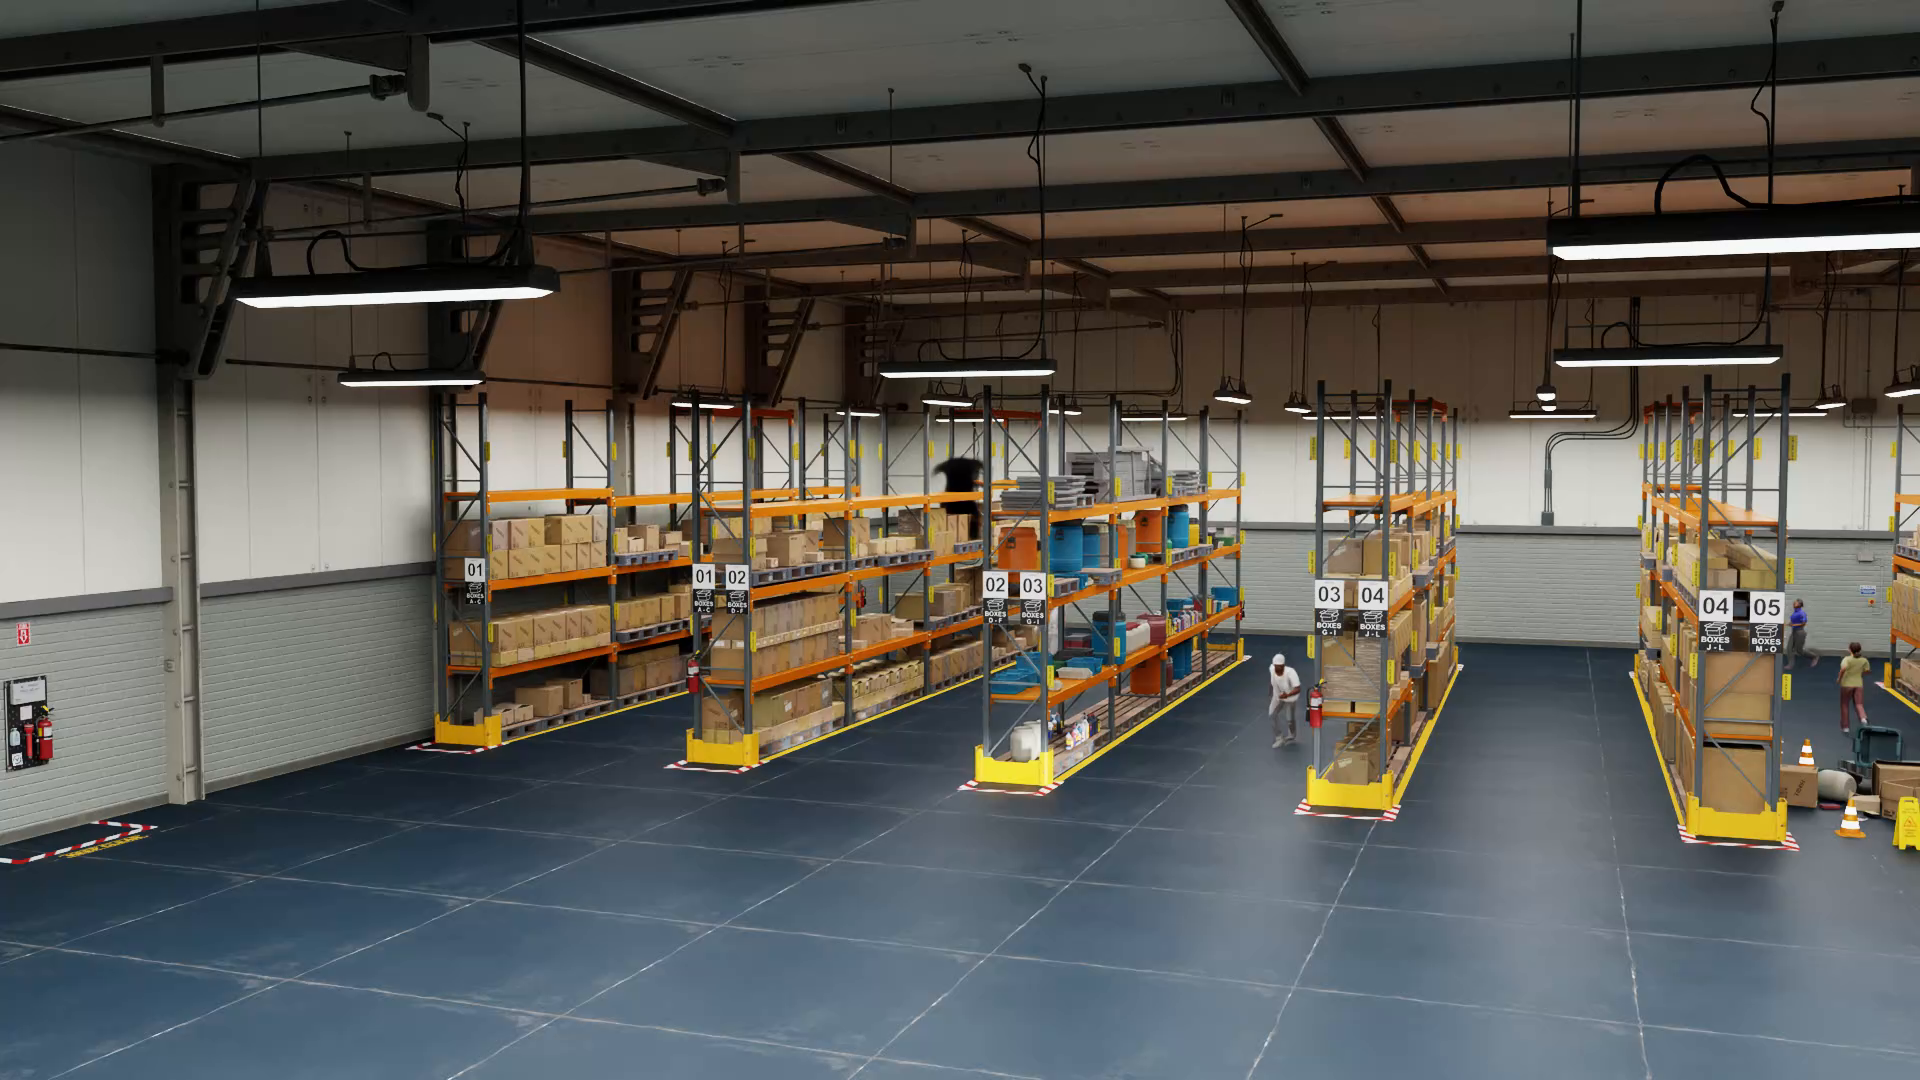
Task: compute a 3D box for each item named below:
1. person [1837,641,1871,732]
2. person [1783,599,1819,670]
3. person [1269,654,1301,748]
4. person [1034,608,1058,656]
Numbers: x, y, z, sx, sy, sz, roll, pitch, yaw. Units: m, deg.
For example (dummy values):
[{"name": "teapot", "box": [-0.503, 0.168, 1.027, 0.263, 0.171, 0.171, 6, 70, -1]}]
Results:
[{"name": "person", "box": [15.760, 2.607, 29.330, 0.576, 1.644, 0.903, 1, 3, 10]}, {"name": "person", "box": [19.207, 2.162, 38.006, 0.801, 1.615, 0.577, 0, 3, 2]}, {"name": "person", "box": [5.526, 2.682, 28.169, 0.716, 1.594, 1.078, 2, 4, 34]}, {"name": "person", "box": [1.967, 2.162, 36.944, 0.667, 1.853, 0.760, 0, 3, 9]}]
